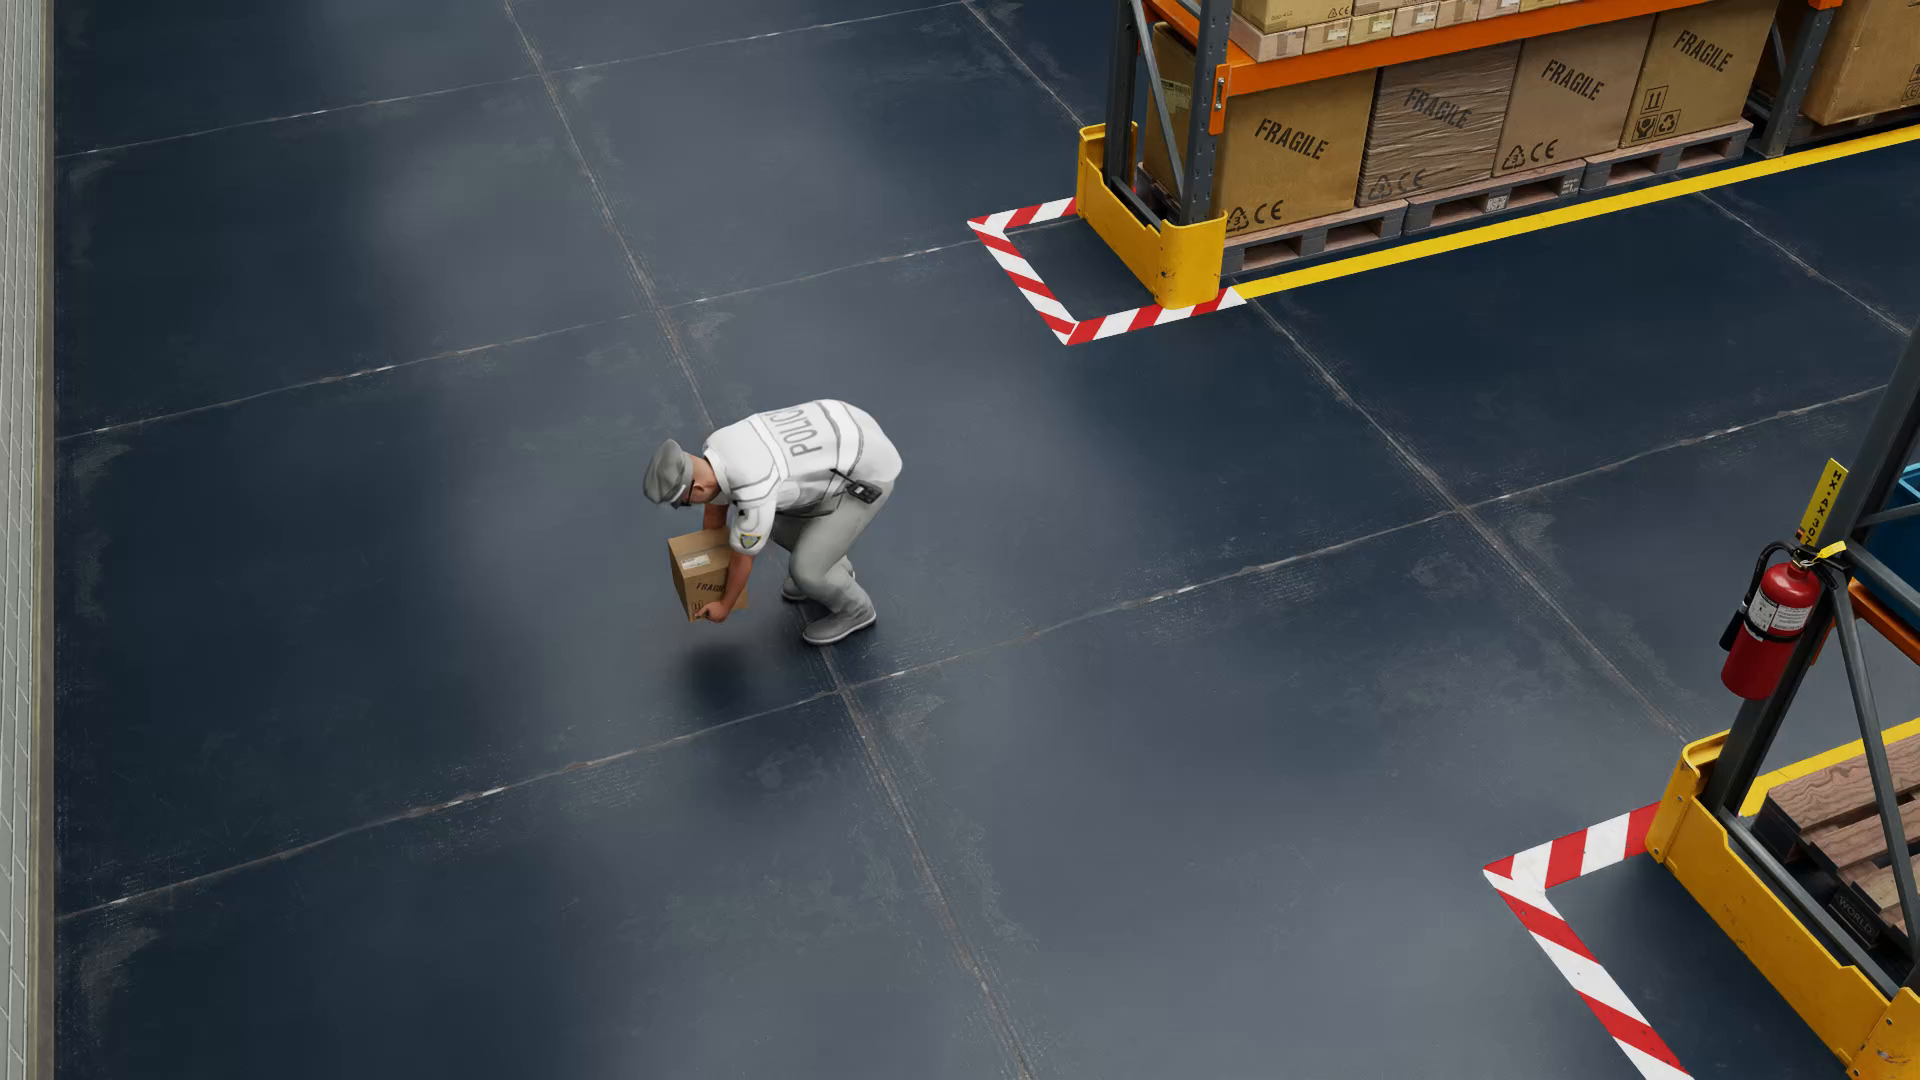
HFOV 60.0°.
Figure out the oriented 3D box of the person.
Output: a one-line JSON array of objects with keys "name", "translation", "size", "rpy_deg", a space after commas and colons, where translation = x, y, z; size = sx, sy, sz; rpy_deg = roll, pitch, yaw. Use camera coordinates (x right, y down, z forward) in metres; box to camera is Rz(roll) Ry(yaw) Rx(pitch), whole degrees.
[{"name": "person", "translation": [-0.740, -0.055, 6.728], "size": [1.034, 1.077, 0.536], "rpy_deg": [-17, 44, -19]}]
